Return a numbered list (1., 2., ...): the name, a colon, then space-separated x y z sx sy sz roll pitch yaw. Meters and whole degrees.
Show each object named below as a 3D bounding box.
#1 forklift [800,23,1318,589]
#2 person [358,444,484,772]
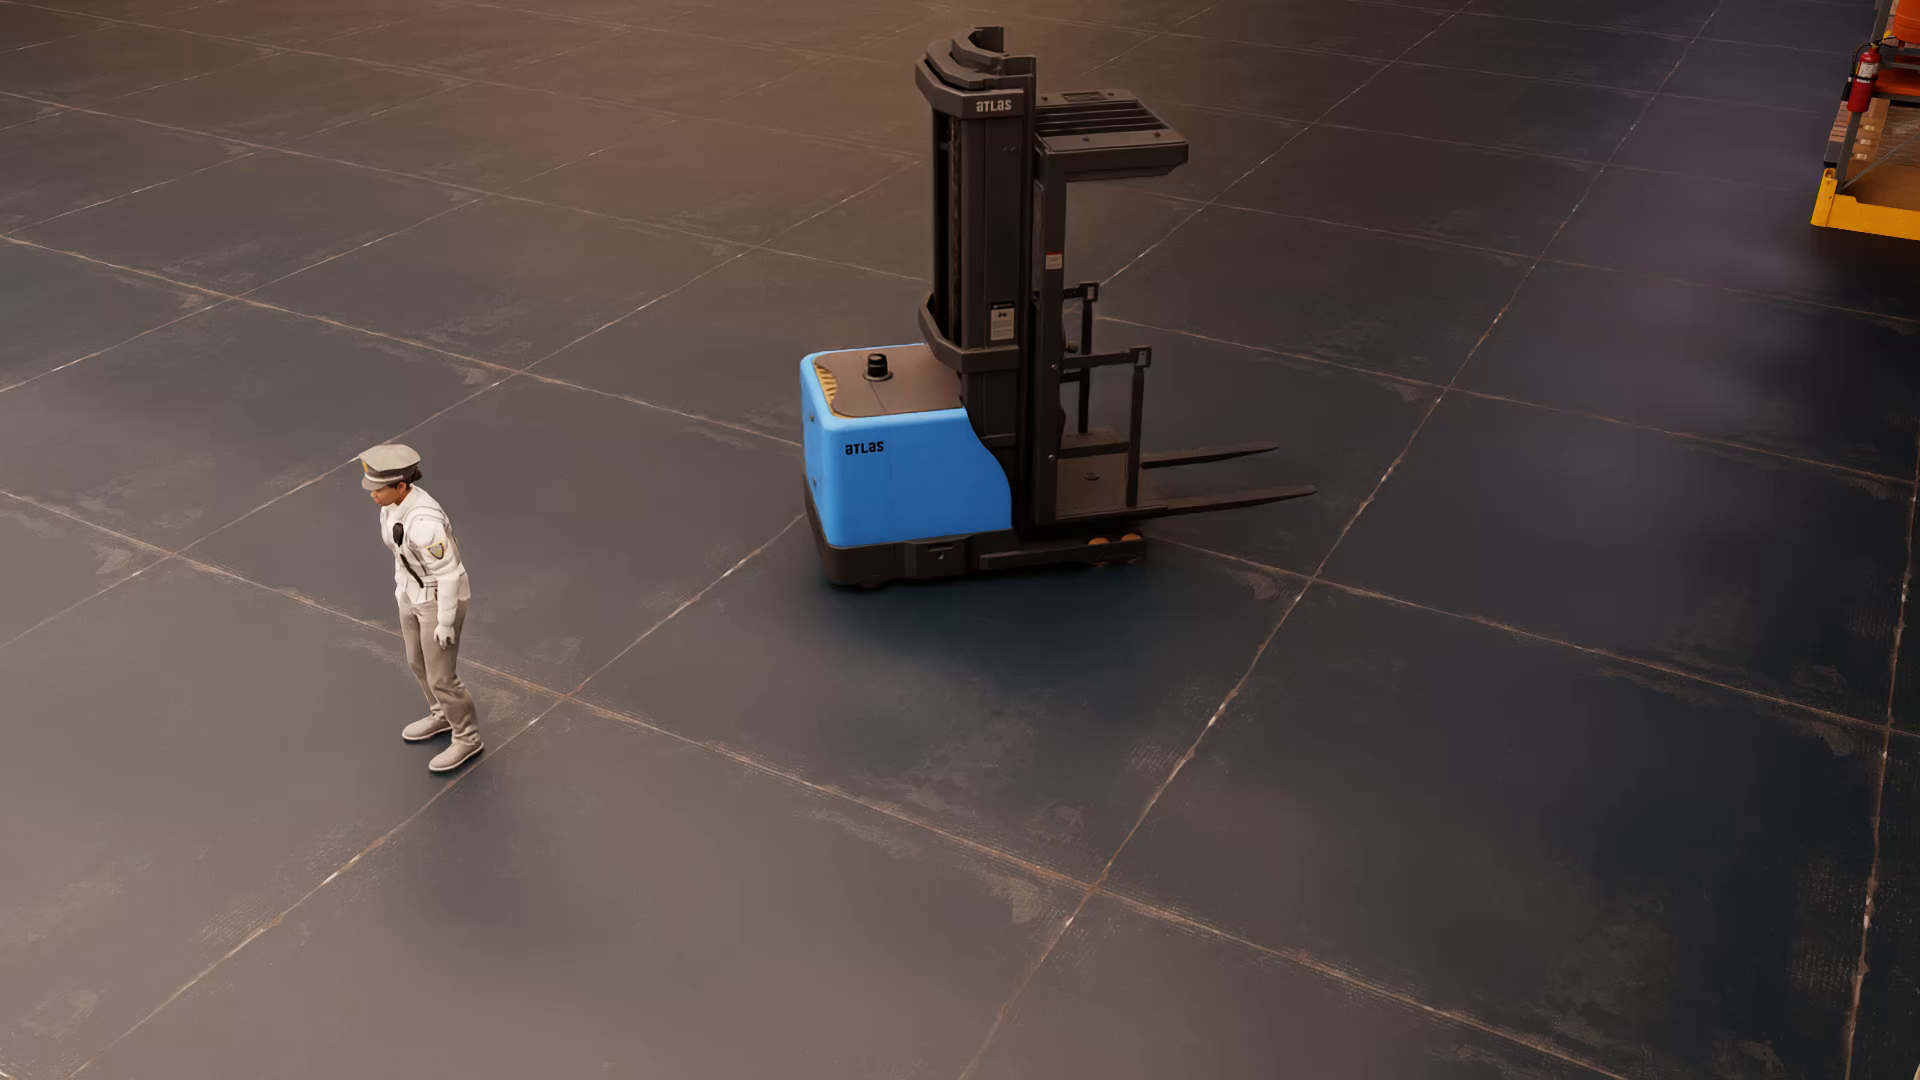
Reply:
1. forklift: 0.621 -1.366 9.437 3.031 2.935 1.130 -7 31 -11
2. person: -2.507 0.302 7.820 0.375 1.662 0.528 -22 37 -33
